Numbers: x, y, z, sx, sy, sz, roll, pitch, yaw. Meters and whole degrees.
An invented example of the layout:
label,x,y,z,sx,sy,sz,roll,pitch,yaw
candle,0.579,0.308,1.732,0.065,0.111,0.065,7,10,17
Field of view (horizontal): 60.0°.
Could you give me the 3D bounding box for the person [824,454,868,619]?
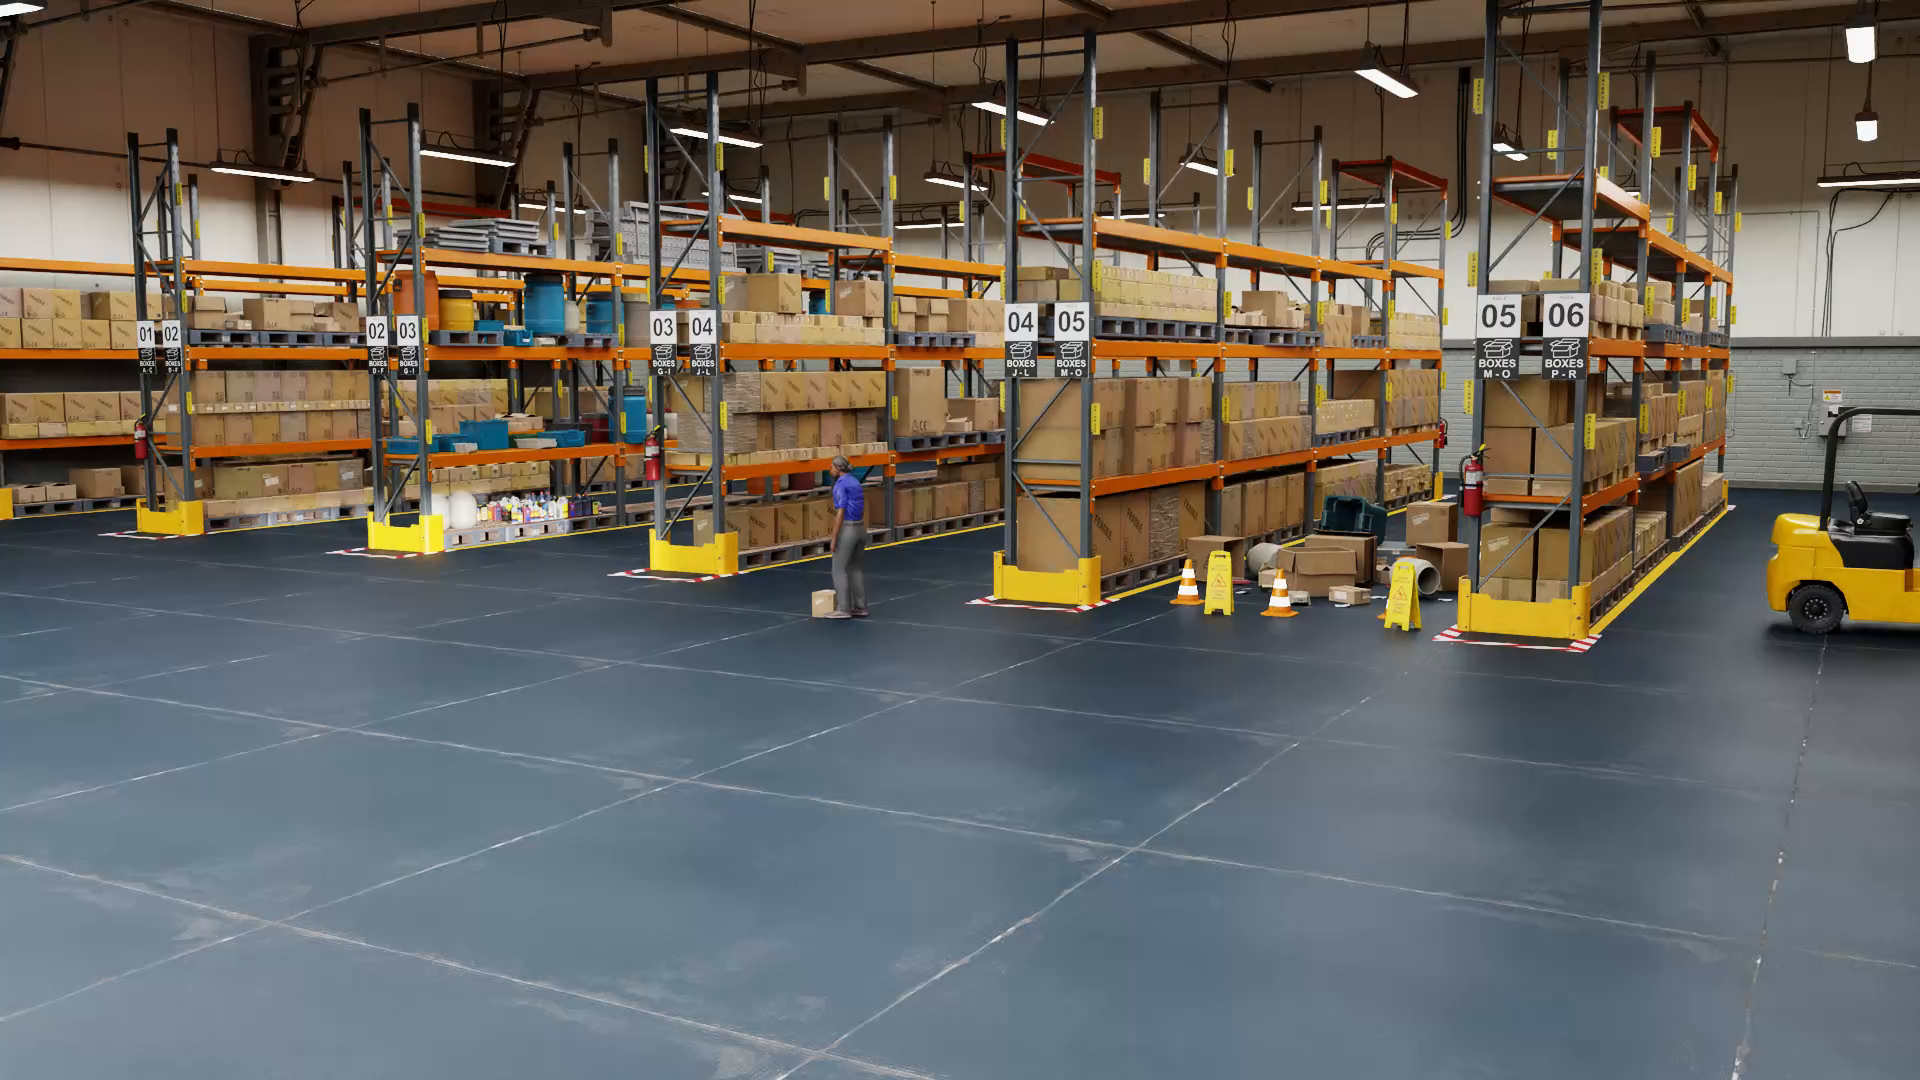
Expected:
label,x,y,z,sx,sy,sz,roll,pitch,yaw
person,-1.149,-0.038,16.746,0.395,1.656,0.529,3,7,26
